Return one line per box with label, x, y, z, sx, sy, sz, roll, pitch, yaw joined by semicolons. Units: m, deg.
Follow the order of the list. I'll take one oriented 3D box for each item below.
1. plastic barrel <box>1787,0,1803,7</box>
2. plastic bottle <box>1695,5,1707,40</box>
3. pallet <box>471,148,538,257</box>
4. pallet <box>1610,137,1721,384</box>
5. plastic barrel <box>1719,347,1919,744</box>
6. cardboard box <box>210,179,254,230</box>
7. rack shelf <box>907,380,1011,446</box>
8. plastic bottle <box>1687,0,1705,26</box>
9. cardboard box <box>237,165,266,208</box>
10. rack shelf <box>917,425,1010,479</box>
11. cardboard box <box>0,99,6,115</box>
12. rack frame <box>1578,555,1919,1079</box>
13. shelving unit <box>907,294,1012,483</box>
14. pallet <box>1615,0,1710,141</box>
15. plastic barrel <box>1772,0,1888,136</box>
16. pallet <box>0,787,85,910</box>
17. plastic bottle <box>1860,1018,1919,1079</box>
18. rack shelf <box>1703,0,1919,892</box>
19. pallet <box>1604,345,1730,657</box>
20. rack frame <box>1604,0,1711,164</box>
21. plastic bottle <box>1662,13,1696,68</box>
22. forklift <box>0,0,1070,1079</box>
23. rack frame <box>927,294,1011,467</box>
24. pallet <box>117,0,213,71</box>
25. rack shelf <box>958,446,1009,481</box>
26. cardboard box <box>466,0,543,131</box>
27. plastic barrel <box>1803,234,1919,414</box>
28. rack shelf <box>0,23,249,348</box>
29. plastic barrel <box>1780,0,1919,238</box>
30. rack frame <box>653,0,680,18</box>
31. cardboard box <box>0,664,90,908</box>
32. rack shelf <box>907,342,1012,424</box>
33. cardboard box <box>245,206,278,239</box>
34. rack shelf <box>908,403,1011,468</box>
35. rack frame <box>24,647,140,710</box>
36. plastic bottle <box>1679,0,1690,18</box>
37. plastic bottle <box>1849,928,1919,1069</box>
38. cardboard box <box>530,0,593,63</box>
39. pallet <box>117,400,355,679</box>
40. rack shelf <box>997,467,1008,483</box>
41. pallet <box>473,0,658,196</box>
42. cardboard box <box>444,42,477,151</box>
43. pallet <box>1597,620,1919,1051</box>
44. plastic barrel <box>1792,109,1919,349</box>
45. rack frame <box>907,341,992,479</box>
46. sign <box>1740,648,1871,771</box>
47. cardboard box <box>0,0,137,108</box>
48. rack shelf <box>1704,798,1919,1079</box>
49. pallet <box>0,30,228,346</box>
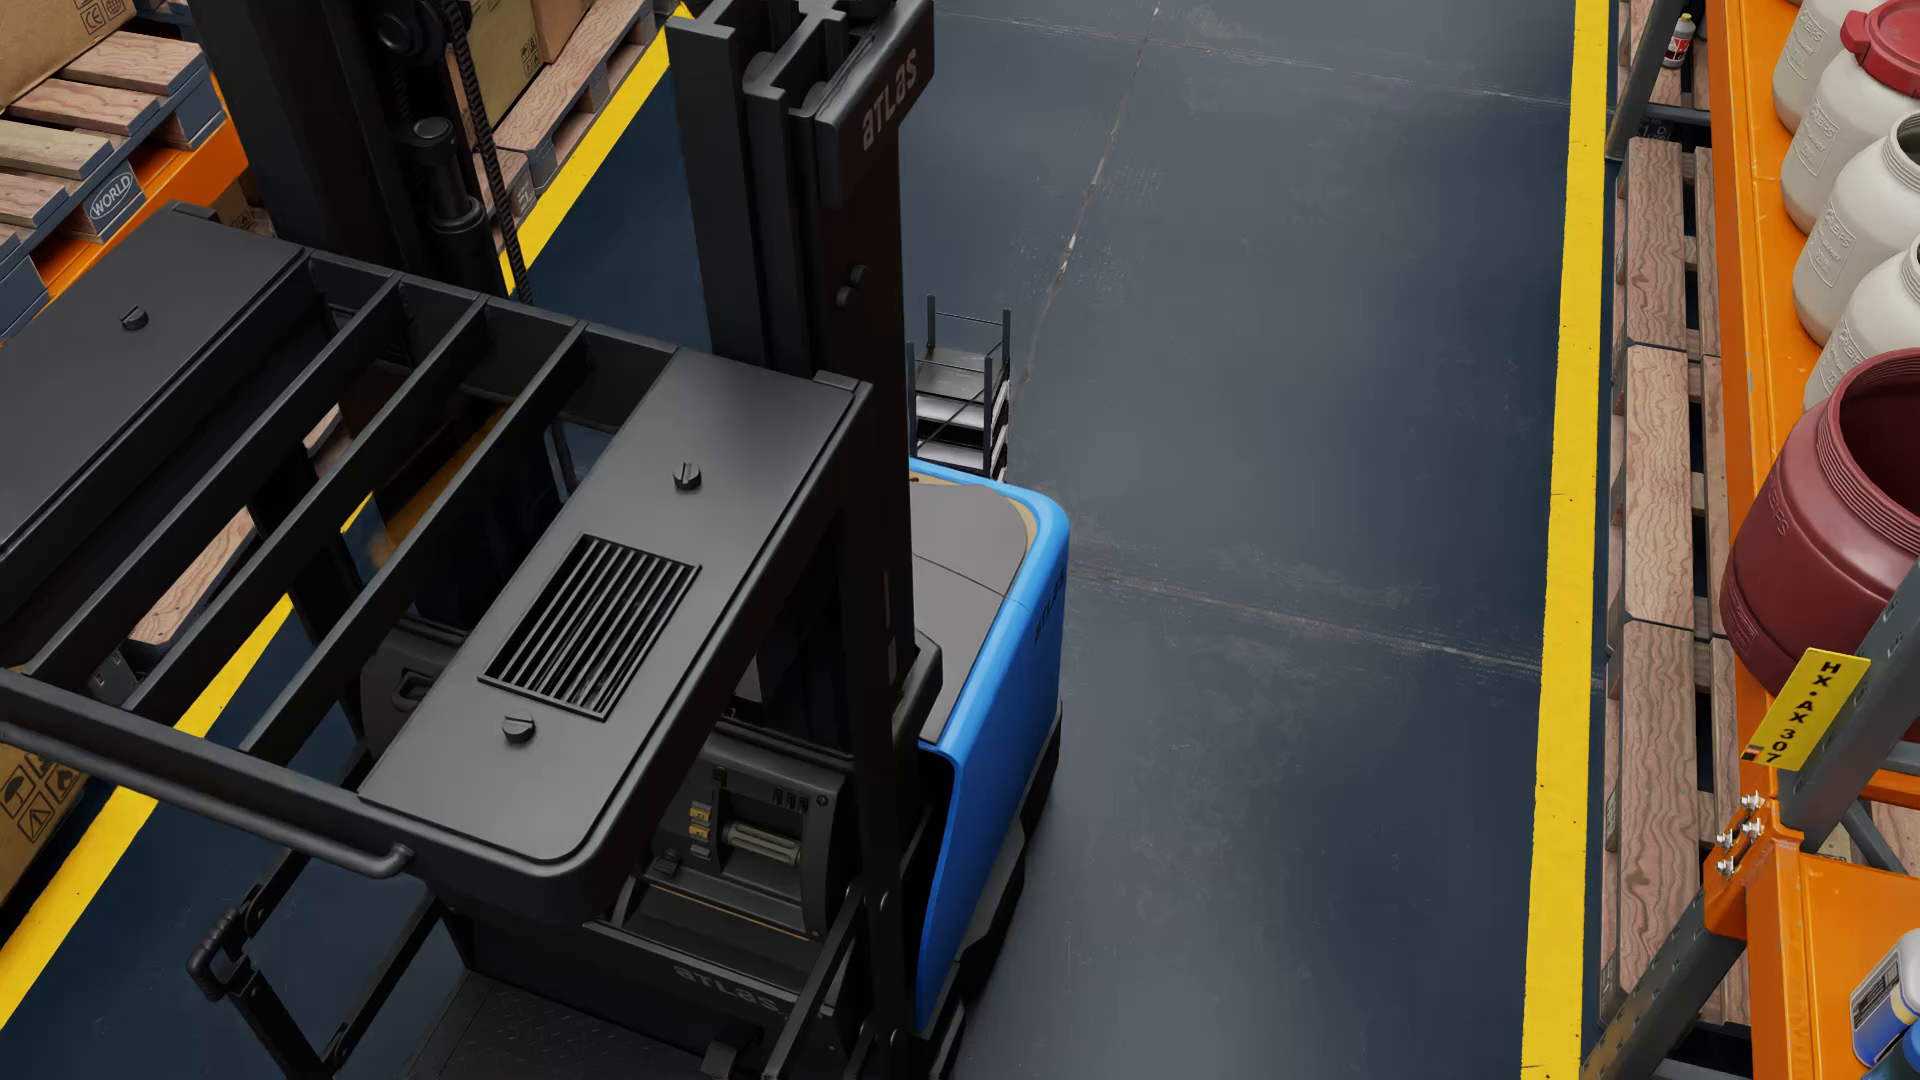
plastic barrel;2.581;-1.835;4.778;0.433;0.535;0.433;0;49;0
plastic bottle;3.075;-2.202;6.666;0.144;0.351;0.185;12;50;10
pallet;-2.257;-1.044;6.031;1.003;0.211;1.213;12;50;10
pallet;2.875;-0.940;5.939;1.003;0.211;1.213;12;50;10
plastic barrel;1.821;0.015;3.146;0.600;0.536;0.708;12;50;10
cardboard box;-2.510;-0.965;4.975;0.500;0.250;0.500;17;51;14
rack shelf;-0.002;-0.389;4.797;0.258;0.077;0.200;12;50;10
plastic bottle;2.936;-2.230;6.691;0.144;0.351;0.185;10;49;9
cardboard box;-2.354;-1.145;5.633;0.700;0.500;0.500;15;50;13
rack shelf;-0.002;-0.270;4.932;0.258;0.077;0.200;12;50;10
cardboard box;-2.683;-1.093;3.867;0.500;0.500;0.500;6;49;5
rack frame;1.991;0.455;2.848;1.000;3.000;0.127;12;50;10
shelving unit;-0.002;-0.292;4.907;0.258;0.900;0.210;12;50;10
pallet;3.261;-1.993;6.868;1.003;0.211;1.213;12;50;10
plastic barrel;2.388;-1.304;4.309;0.433;0.535;0.433;0;49;0
pallet;-3.067;0.956;4.266;1.003;0.211;1.213;12;50;10
plastic bottle;1.509;0.825;2.607;0.097;0.271;0.097;0;49;0
rack shelf;2.518;-0.754;4.394;1.077;0.370;4.000;12;50;10
pallet;2.556;-0.055;5.157;1.003;0.211;1.213;12;50;10
rack frame;3.044;-2.438;5.401;1.000;3.000;0.127;12;50;10
plastic bottle;2.839;-1.982;6.571;0.097;0.201;0.097;0;49;0
forklift;-0.723;0.553;2.807;1.130;2.935;3.031;16;50;14
rack frame;0.025;-0.365;4.972;0.240;0.900;0.006;12;50;10
pallet;-2.305;-1.899;5.053;1.003;0.211;1.213;12;50;10
rack shelf;-0.002;-0.210;5.000;0.258;0.077;0.200;12;50;10
cardboard box;-2.060;-1.953;6.347;0.700;0.500;0.500;11;50;10
plastic barrel;2.056;-0.368;3.500;0.421;0.512;0.421;0;49;0
rack shelf;-2.261;-1.731;5.257;1.077;0.370;4.000;12;50;10
plastic barrel;2.274;-0.991;4.033;0.433;0.535;0.433;0;49;0
rack frame;-1.734;-3.416;6.264;1.000;3.000;0.127;12;50;10
cardboard box;-2.989;0.537;3.913;1.225;0.875;0.875;9;49;8
rack shelf;-0.002;-0.449;4.730;0.258;0.077;0.200;12;50;10
cardboard box;-2.496;-0.733;5.270;0.700;0.500;0.500;8;49;7
rack shelf;-0.002;-0.329;4.865;0.258;0.077;0.200;12;50;10
rack frame;-2.787;-0.522;3.710;1.000;3.000;0.127;12;50;10
plastic bottle;2.853;-2.098;6.619;0.061;0.283;0.133;14;50;12
plastic bottle;1.566;0.745;2.674;0.152;0.276;0.135;12;50;10
cardboard box;-1.917;-2.294;6.648;0.700;0.500;0.500;8;49;7
pallet;-2.580;-0.165;5.255;1.003;0.211;1.213;12;50;10
rack shelf;-0.002;-0.151;5.067;0.258;0.077;0.200;12;50;10
pallet;-1.938;-1.930;6.812;1.003;0.211;1.213;12;50;10
cardboard box;-2.207;-1.548;5.990;0.700;0.500;0.500;8;49;7
pallet;2.233;0.825;4.381;1.003;0.211;1.213;12;50;10
plastic barrel;2.167;-0.673;3.769;0.421;0.512;0.421;0;49;0
rack frame;-0.029;-0.218;4.843;0.240;0.900;0.006;12;50;10
sign;1.459;0.297;2.878;0.100;0.325;0.005;12;50;10
cardboard box;-2.633;-1.516;4.241;0.700;0.500;0.500;18;51;16
rack shelf;1.465;2.140;1.841;1.077;0.370;4.000;12;50;10
pallet;-2.702;-0.995;4.256;1.213;0.211;1.003;12;50;10
